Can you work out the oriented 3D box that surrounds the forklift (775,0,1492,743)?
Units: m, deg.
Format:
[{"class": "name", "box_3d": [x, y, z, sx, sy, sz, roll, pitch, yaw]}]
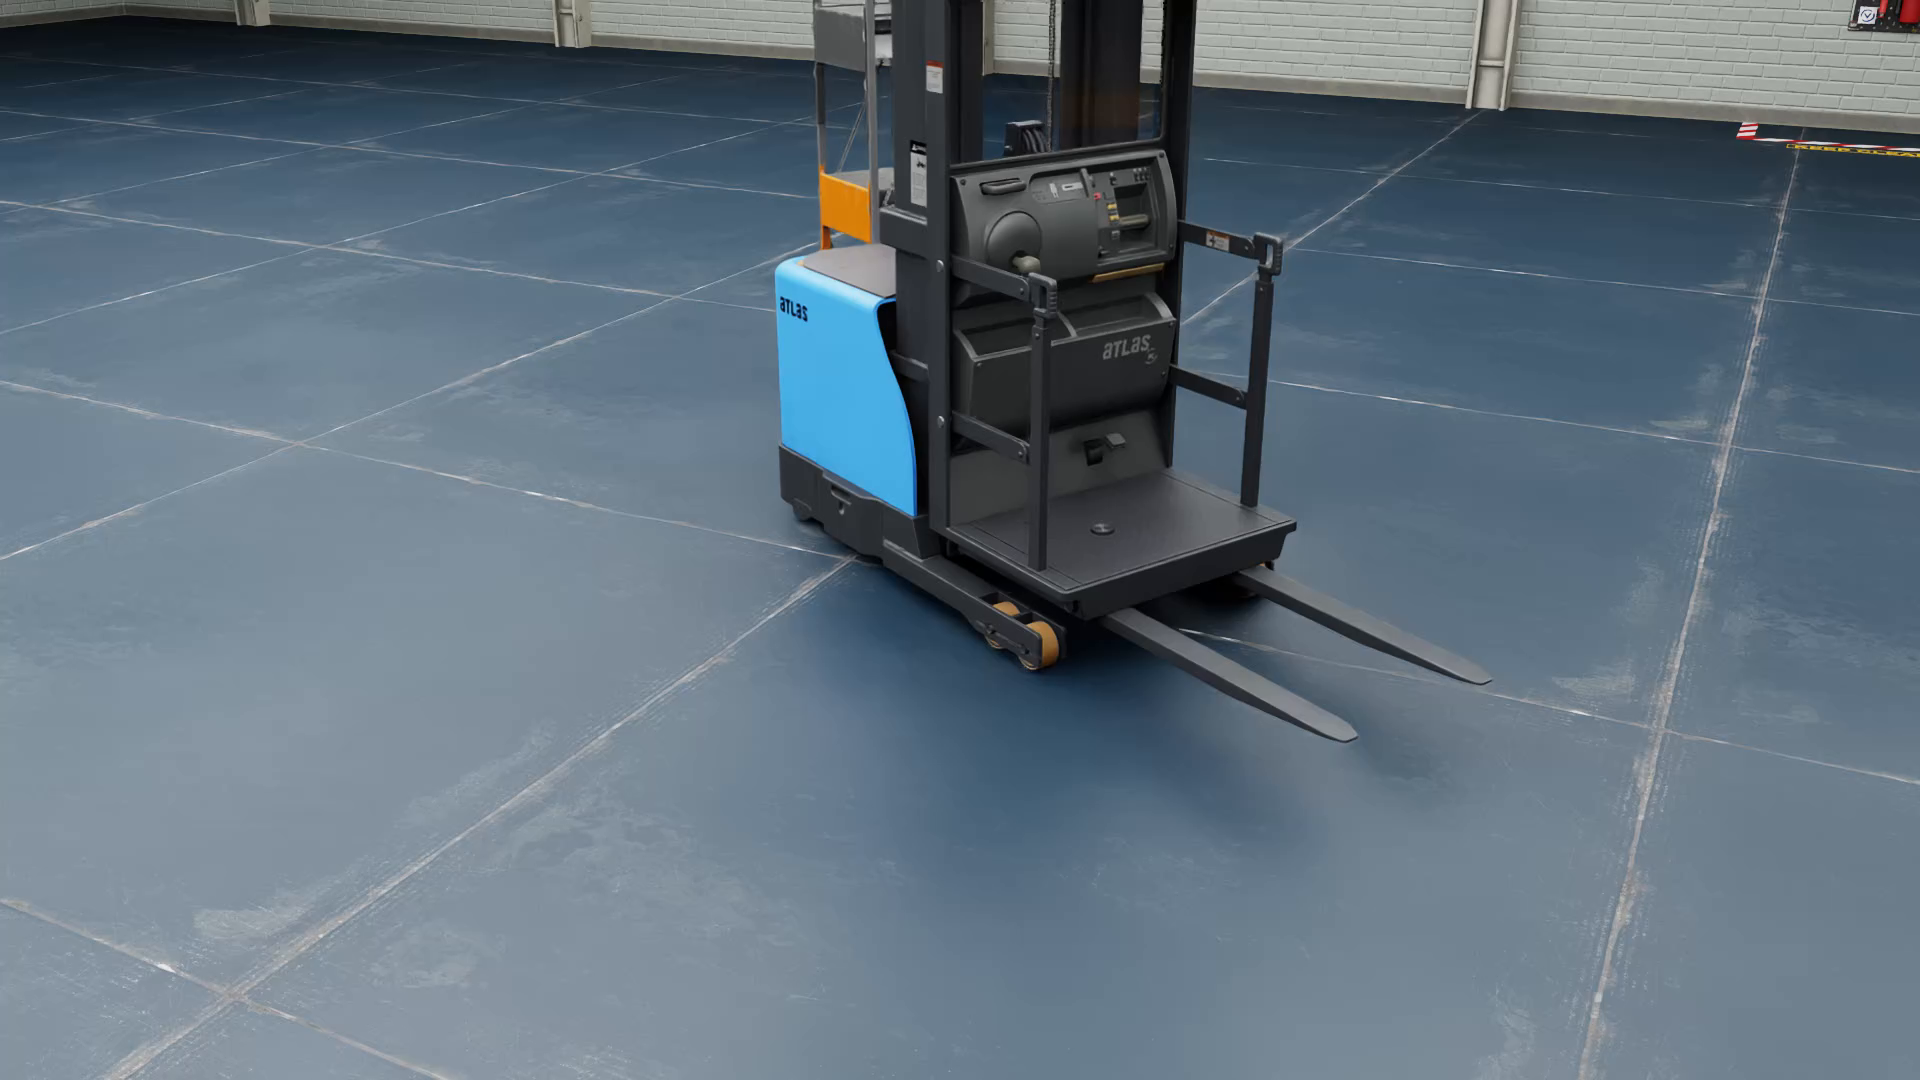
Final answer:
[{"class": "forklift", "box_3d": [0.507, -1.118, 5.634, 1.130, 2.935, 3.031, -16, 28, -32]}]

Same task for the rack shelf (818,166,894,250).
[{"class": "rack shelf", "box_3d": [-0.321, -1.365, 7.304, 0.431, 0.518, 0.480, -13, 26, -28]}]

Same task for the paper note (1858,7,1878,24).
[{"class": "paper note", "box_3d": [8.557, -4.947, 15.676, 0.142, 0.148, 0.016, 11, 25, 25]}]

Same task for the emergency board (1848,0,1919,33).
[{"class": "emergency board", "box_3d": [8.684, -5.297, 15.374, 0.643, 1.169, 0.194, 11, 25, 25]}]

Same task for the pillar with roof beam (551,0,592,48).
[{"class": "pillar with roof beam", "box_3d": [-7.134, -9.283, 17.081, 0.400, 9.000, 9.100, 11, 25, 25]}]

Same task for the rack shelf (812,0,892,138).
[{"class": "rack shelf", "box_3d": [-0.325, -2.012, 7.037, 0.431, 0.518, 0.480, -13, 26, -28]}]

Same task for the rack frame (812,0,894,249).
[{"class": "rack frame", "box_3d": [-0.443, -1.458, 7.494, 0.400, 2.100, 0.015, -13, 26, -28]}]

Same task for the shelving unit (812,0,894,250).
[{"class": "shelving unit", "box_3d": [-0.321, -1.378, 7.299, 0.431, 2.100, 0.503, -13, 26, -28]}]

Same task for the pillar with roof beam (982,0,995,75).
[{"class": "pillar with roof beam", "box_3d": [-1.779, -8.224, 14.589, 0.400, 9.000, 9.100, 11, 25, 25]}]

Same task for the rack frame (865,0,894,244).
[{"class": "rack frame", "box_3d": [-0.198, -1.298, 7.104, 0.400, 2.100, 0.015, -13, 26, -28]}]

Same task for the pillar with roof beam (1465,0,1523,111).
[{"class": "pillar with roof beam", "box_3d": [3.575, -7.164, 12.098, 0.400, 9.000, 9.100, 11, 25, 25]}]

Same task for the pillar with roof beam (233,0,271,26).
[{"class": "pillar with roof beam", "box_3d": [-12.488, -10.343, 19.572, 0.400, 9.000, 9.100, 11, 25, 25]}]
